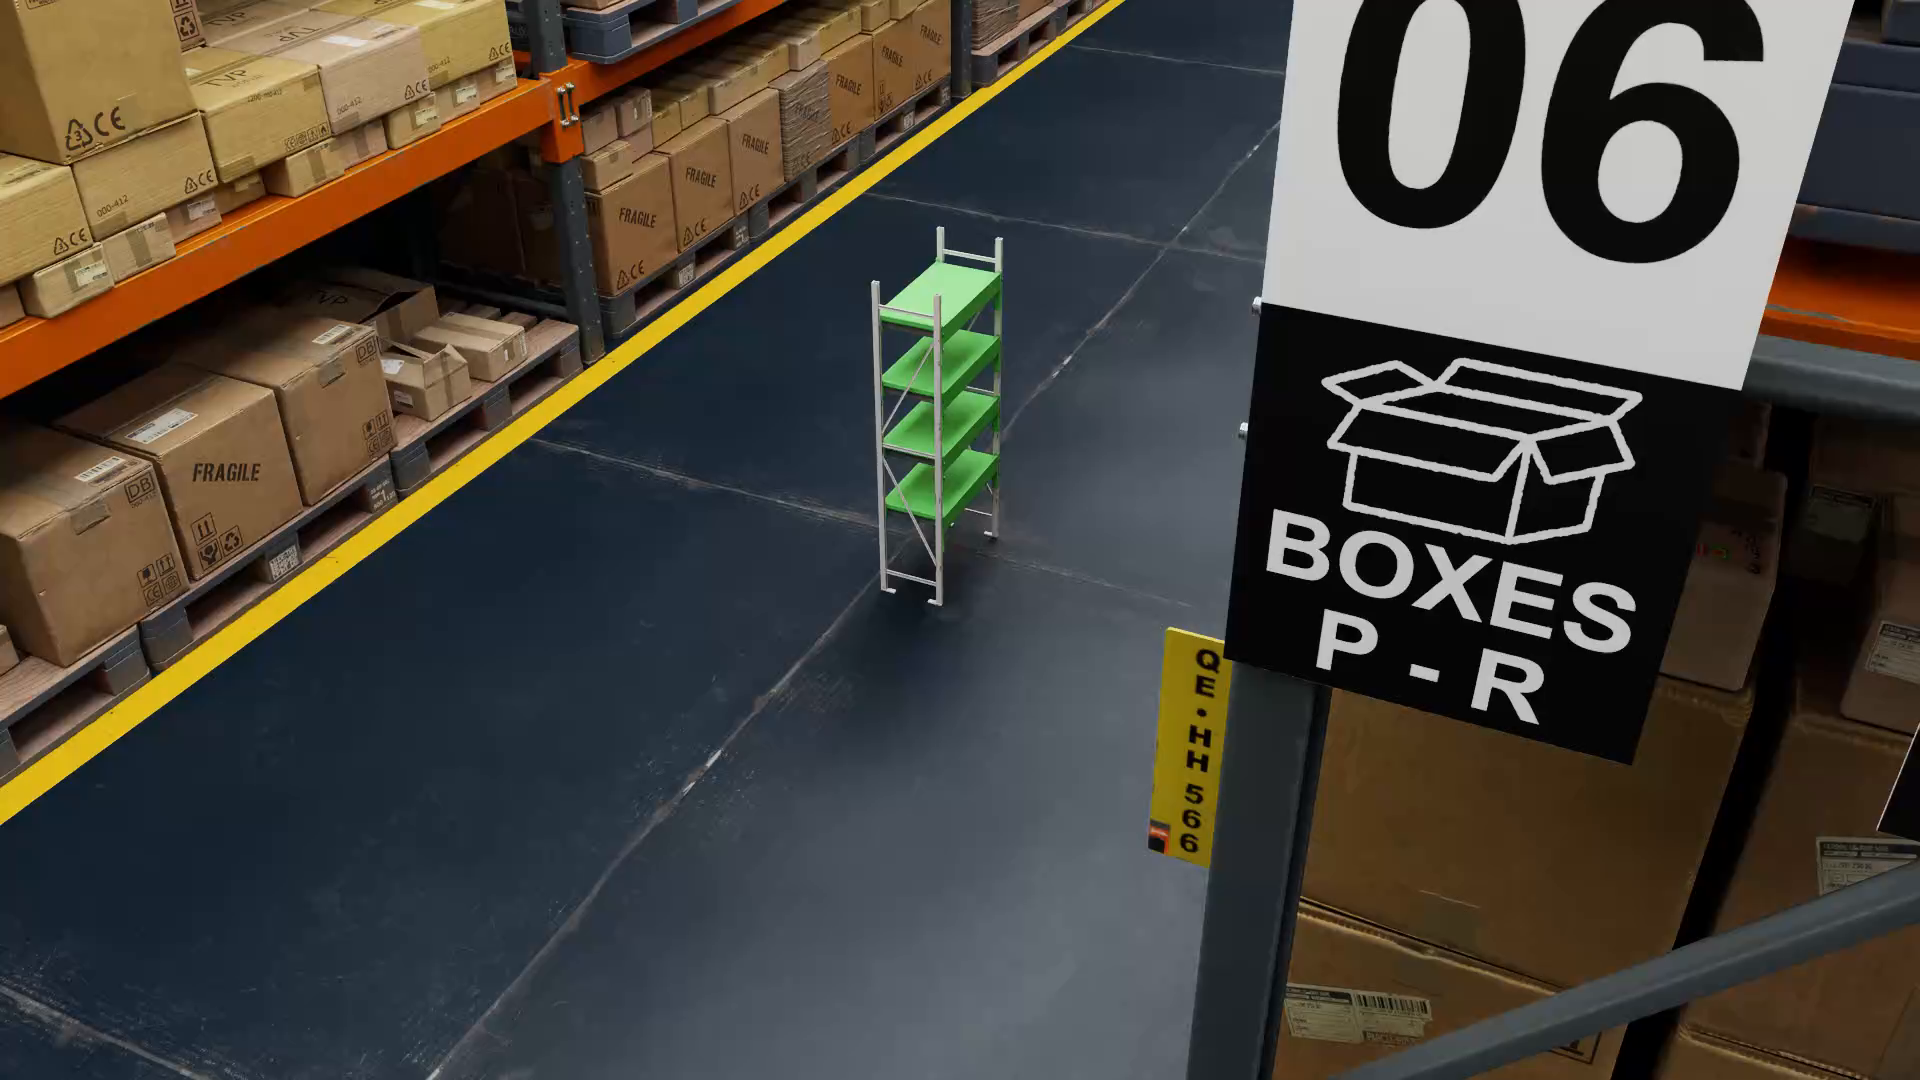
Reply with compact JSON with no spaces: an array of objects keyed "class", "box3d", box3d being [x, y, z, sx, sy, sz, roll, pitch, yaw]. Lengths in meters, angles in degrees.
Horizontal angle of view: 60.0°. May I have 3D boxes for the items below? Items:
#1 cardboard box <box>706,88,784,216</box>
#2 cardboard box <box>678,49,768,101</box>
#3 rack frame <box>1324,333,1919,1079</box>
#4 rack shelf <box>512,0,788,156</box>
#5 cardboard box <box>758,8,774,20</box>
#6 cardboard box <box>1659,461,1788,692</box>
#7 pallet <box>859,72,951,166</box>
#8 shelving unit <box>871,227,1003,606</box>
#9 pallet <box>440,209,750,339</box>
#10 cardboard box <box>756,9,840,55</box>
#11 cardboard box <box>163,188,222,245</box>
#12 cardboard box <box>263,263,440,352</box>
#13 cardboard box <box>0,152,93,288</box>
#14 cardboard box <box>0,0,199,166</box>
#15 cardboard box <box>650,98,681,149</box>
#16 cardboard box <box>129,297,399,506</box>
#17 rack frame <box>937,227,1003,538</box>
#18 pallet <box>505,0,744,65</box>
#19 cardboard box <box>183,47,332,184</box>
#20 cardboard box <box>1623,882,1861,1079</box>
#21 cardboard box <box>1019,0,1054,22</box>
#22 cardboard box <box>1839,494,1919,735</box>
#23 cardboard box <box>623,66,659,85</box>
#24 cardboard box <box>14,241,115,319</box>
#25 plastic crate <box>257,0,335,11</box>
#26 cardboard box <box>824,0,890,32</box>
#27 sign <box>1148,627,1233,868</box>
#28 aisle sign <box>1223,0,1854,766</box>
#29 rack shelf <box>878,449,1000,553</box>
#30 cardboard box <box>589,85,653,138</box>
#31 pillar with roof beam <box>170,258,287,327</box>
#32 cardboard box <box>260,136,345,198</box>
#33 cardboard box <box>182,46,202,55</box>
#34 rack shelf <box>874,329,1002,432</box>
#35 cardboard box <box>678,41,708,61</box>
[{"class":"cardboard box","box3d":[-1.247,-2.007,8.472,0.500,0.500,0.500,13,35,19]},{"class":"cardboard box","box3d":[-1.199,-2.356,8.413,0.380,0.149,0.250,15,36,22]},{"class":"rack frame","box3d":[0.753,0.956,2.056,0.949,2.616,0.053,14,36,20]},{"class":"rack shelf","box3d":[-1.243,-2.867,8.544,1.077,0.370,4.000,14,36,20]},{"class":"cardboard box","box3d":[-1.273,-2.995,9.387,0.380,0.149,0.250,13,35,18]},{"class":"cardboard box","box3d":[0.725,0.001,1.918,0.380,0.149,0.250,15,36,21]},{"class":"pallet","box3d":[-0.753,-2.635,10.076,1.003,0.211,1.213,14,36,20]},{"class":"shelving unit","box3d":[-0.069,-0.419,5.795,0.258,1.200,0.503,14,36,20]},{"class":"pallet","box3d":[-1.774,-1.420,8.223,1.003,0.211,1.213,14,36,20]},{"class":"cardboard box","box3d":[-0.875,-2.752,9.017,0.380,0.149,0.250,14,36,20]},{"class":"cardboard box","box3d":[-2.646,-1.086,5.400,0.380,0.149,0.250,14,36,20]},{"class":"cardboard box","box3d":[-2.571,-0.949,7.030,0.500,0.311,0.500,15,36,22]},{"class":"cardboard box","box3d":[-2.899,-0.910,4.768,0.500,0.250,0.500,13,36,20]},{"class":"cardboard box","box3d":[-2.692,-1.467,4.933,0.500,0.500,0.500,15,36,22]},{"class":"cardboard box","box3d":[-1.546,-1.978,7.835,0.380,0.149,0.250,12,35,18]},{"class":"cardboard box","box3d":[-2.584,-0.527,6.215,0.700,0.500,0.500,13,35,19]},{"class":"rack frame","box3d":[0.033,-0.541,5.981,0.240,1.200,0.015,14,36,20]},{"class":"pallet","box3d":[-1.646,-2.465,7.449,1.003,0.211,1.213,14,36,20]},{"class":"cardboard box","box3d":[-2.488,-1.426,5.555,0.500,0.250,0.500,14,36,20]},{"class":"cardboard box","box3d":[1.218,0.742,2.292,0.500,0.500,0.500,14,36,20]},{"class":"cardboard box","box3d":[0.133,-3.982,11.369,0.875,0.625,0.625,15,36,22]},{"class":"cardboard box","box3d":[1.156,0.112,1.749,0.380,0.149,0.250,15,36,21]},{"class":"cardboard box","box3d":[-1.742,-2.337,8.383,0.380,0.149,0.250,15,36,22]},{"class":"cardboard box","box3d":[-2.783,-0.806,4.973,0.380,0.149,0.250,13,35,19]},{"class":"plastic crate","box3d":[-2.532,-2.049,6.505,0.505,0.250,0.505,14,36,20]},{"class":"cardboard box","box3d":[-0.619,-2.998,9.391,0.380,0.149,0.250,13,35,19]},{"class":"sign","box3d":[0.269,0.242,1.873,0.100,0.325,0.005,14,36,20]},{"class":"aisle sign","box3d":[0.445,-0.166,1.396,0.394,0.787,0.004,14,36,20]},{"class":"rack shelf","box3d":[-0.069,-0.165,5.962,0.258,0.148,0.480,14,36,20]},{"class":"cardboard box","box3d":[-1.623,-1.956,7.532,0.380,0.149,0.250,12,35,18]},{"class":"pillar with roof beam","box3d":[0.720,-3.553,3.463,9.100,9.000,0.400,14,36,20]},{"class":"cardboard box","box3d":[-2.376,-1.323,5.761,0.380,0.149,0.250,14,36,20]},{"class":"cardboard box","box3d":[-2.954,-1.541,5.731,0.500,0.250,0.500,15,36,22]},{"class":"rack shelf","box3d":[-0.069,-0.567,5.699,0.258,0.148,0.480,14,36,20]},{"class":"cardboard box","box3d":[-1.552,-2.597,8.780,0.380,0.149,0.250,13,35,19]}]
